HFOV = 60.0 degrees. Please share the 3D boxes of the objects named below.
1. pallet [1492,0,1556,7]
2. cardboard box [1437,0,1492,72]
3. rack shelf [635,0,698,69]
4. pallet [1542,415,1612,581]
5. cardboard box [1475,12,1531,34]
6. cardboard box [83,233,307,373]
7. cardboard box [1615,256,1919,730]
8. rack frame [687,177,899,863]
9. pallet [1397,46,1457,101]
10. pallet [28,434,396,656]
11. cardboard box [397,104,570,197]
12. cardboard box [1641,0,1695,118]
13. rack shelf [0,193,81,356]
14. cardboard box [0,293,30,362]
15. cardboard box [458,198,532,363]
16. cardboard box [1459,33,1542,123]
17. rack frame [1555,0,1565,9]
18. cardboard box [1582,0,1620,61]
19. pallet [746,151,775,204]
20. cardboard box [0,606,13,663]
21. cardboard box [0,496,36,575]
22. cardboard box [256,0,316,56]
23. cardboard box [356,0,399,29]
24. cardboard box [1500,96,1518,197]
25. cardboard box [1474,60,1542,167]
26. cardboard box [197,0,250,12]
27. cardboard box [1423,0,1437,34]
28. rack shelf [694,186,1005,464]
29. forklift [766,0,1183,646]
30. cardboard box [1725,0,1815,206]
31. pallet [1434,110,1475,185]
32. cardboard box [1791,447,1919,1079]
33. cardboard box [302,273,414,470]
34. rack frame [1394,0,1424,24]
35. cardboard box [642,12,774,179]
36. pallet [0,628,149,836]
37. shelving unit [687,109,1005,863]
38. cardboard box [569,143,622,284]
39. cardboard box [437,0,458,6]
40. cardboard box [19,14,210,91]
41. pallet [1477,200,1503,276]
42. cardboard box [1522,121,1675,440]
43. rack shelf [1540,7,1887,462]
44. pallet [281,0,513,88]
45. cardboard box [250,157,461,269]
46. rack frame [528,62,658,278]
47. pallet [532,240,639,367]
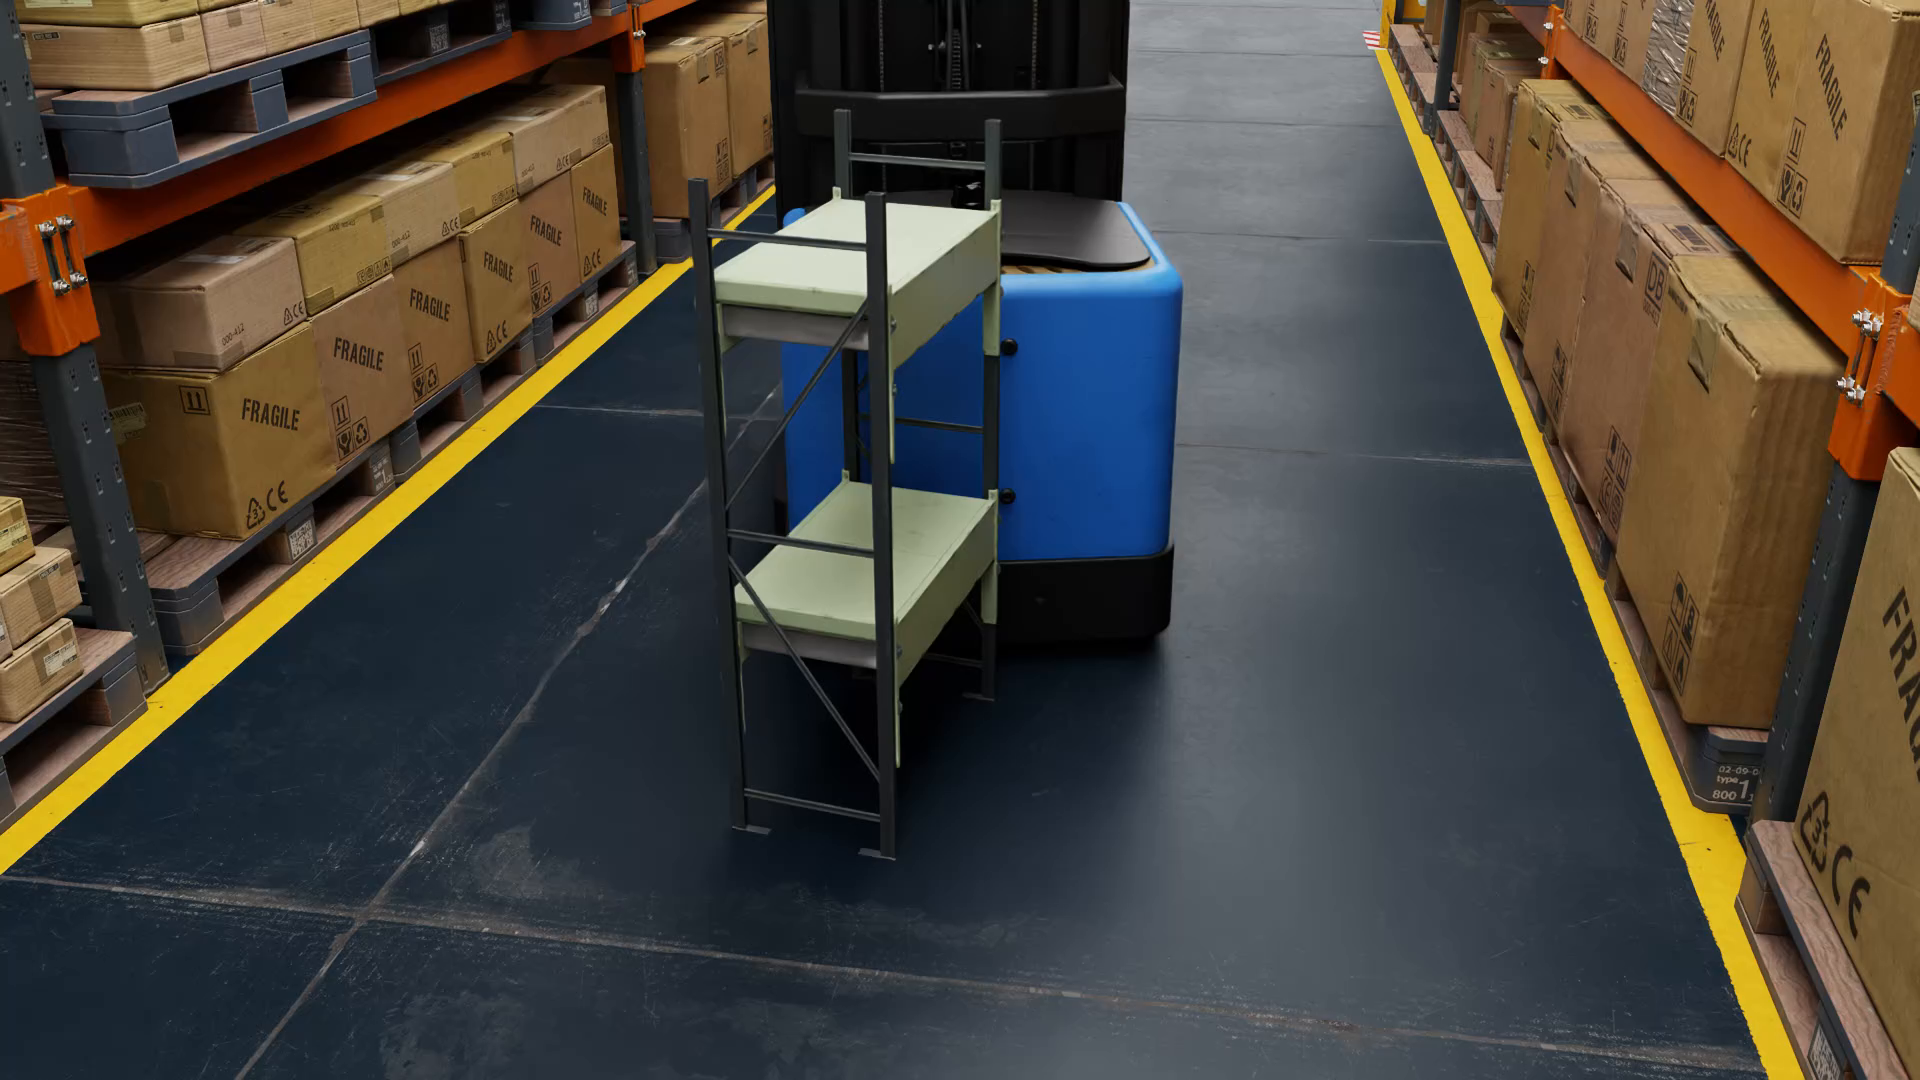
[{"bbox_3d":[2.926,-2.502,7.283,1.213,0.211,1.003,4,25,9],"label":"pallet"},{"bbox_3d":[3.783,-3.684,12.035,0.500,0.500,0.500,2,25,4],"label":"cardboard box"},{"bbox_3d":[-1.636,-3.180,9.353,1.077,0.370,4.000,4,25,9],"label":"rack shelf"},{"bbox_3d":[2.509,-0.187,5.400,1.003,0.211,1.213,4,25,9],"label":"pallet"},{"bbox_3d":[3.673,-3.179,10.956,0.500,0.500,0.500,3,25,7],"label":"cardboard box"},{"bbox_3d":[-2.235,-0.685,4.743,0.500,0.250,0.500,3,25,6],"label":"cardboard box"},{"bbox_3d":[2.345,-0.107,3.952,1.225,0.875,0.875,4,25,9],"label":"cardboard box"},{"bbox_3d":[-0.330,0.011,3.458,0.400,1.500,0.023,8,26,17],"label":"rack frame"},{"bbox_3d":[3.840,-3.488,12.453,1.003,0.211,1.213,4,25,9],"label":"pallet"},{"bbox_3d":[-2.490,-0.059,5.127,1.003,0.211,1.213,4,25,9],"label":"pallet"},{"bbox_3d":[-1.887,-1.551,6.593,0.500,0.250,0.500,4,25,9],"label":"cardboard box"},{"bbox_3d":[2.321,-1.505,4.808,0.500,0.500,0.500,4,25,9],"label":"cardboard box"},{"bbox_3d":[-2.943,0.166,2.205,1.077,0.370,4.000,4,25,9],"label":"rack shelf"},{"bbox_3d":[-2.744,-0.723,4.825,0.500,0.250,0.500,3,25,7],"label":"cardboard box"},{"bbox_3d":[-1.971,-0.995,6.290,0.500,0.500,0.500,3,25,6],"label":"cardboard box"},{"bbox_3d":[3.447,-2.768,10.055,0.700,0.500,0.500,2,25,4],"label":"cardboard box"},{"bbox_3d":[2.914,-2.283,6.589,1.000,3.000,0.127,4,25,9],"label":"rack frame"},{"bbox_3d":[2.484,-1.928,5.713,0.500,0.500,0.500,3,25,7],"label":"cardboard box"},{"bbox_3d":[-1.558,-2.239,9.785,1.003,0.211,1.213,4,25,9],"label":"pallet"},{"bbox_3d":[-2.386,0.238,3.720,0.380,0.149,0.250,3,25,6],"label":"cardboard box"},{"bbox_3d":[-2.417,0.002,3.873,0.380,0.149,0.250,5,25,10],"label":"cardboard box"},{"bbox_3d":[-2.014,-1.426,4.559,0.380,0.149,0.250,4,25,9],"label":"cardboard box"},{"bbox_3d":[-1.930,-1.637,5.011,0.380,0.149,0.250,3,25,6],"label":"cardboard box"},{"bbox_3d":[3.082,-1.865,8.125,0.700,0.500,0.500,2,25,4],"label":"cardboard box"},{"bbox_3d":[3.259,-2.336,9.131,0.700,0.500,0.500,2,25,4],"label":"cardboard box"},{"bbox_3d":[-2.058,-1.449,4.257,0.380,0.149,0.250,4,25,7],"label":"cardboard box"},{"bbox_3d":[4.103,-4.427,13.623,0.500,0.500,0.500,9,27,18],"label":"cardboard box"},{"bbox_3d":[-0.214,-0.490,3.607,0.431,0.370,0.720,8,26,17],"label":"rack shelf"},{"bbox_3d":[-0.055,-1.622,5.259,1.130,2.935,3.031,-2,25,-4],"label":"forklift"},{"bbox_3d":[2.155,-1.077,3.894,0.500,0.500,0.500,5,26,10],"label":"cardboard box"},{"bbox_3d":[3.442,-2.367,10.059,1.003,0.211,1.213,4,25,9],"label":"pallet"},{"bbox_3d":[2.074,0.432,2.799,0.875,0.875,0.875,4,25,9],"label":"cardboard box"},{"bbox_3d":[-2.149,-0.566,5.375,0.500,0.500,0.500,5,26,11],"label":"cardboard box"},{"bbox_3d":[4.222,-5.629,13.738,1.000,3.000,0.127,4,25,9],"label":"rack frame"},{"bbox_3d":[-1.635,-2.455,9.114,1.050,0.750,0.750,4,25,9],"label":"cardboard box"},{"bbox_3d":[-2.691,0.550,3.826,1.003,0.211,1.213,4,25,9],"label":"pallet"},{"bbox_3d":[-0.214,-0.136,3.772,0.431,1.500,0.755,8,26,17],"label":"shelving unit"},{"bbox_3d":[-1.812,-1.434,7.228,0.500,0.500,0.500,4,25,8],"label":"cardboard box"},{"bbox_3d":[-1.846,-1.857,5.480,0.380,0.149,0.250,3,25,6],"label":"cardboard box"},{"bbox_3d":[-2.098,-1.205,4.088,0.380,0.149,0.250,3,25,6],"label":"cardboard box"},{"bbox_3d":[3.044,-1.347,7.879,1.003,0.211,1.213,4,25,9],"label":"pallet"},{"bbox_3d":[2.628,-0.852,5.542,1.225,0.875,0.875,4,25,9],"label":"cardboard box"},{"bbox_3d":[2.587,-1.121,4.955,1.077,0.370,4.000,4,25,9],"label":"rack shelf"},{"bbox_3d":[-2.246,-1.751,5.680,1.003,0.211,1.213,4,25,9],"label":"pallet"},{"bbox_3d":[-2.062,-1.120,5.674,0.500,0.250,0.500,5,26,11],"label":"cardboard box"},{"bbox_3d":[-1.962,-2.669,7.414,1.000,3.000,0.127,4,25,9],"label":"rack frame"},{"bbox_3d":[-2.092,-1.079,7.307,1.003,0.211,1.213,4,25,9],"label":"pallet"}]
